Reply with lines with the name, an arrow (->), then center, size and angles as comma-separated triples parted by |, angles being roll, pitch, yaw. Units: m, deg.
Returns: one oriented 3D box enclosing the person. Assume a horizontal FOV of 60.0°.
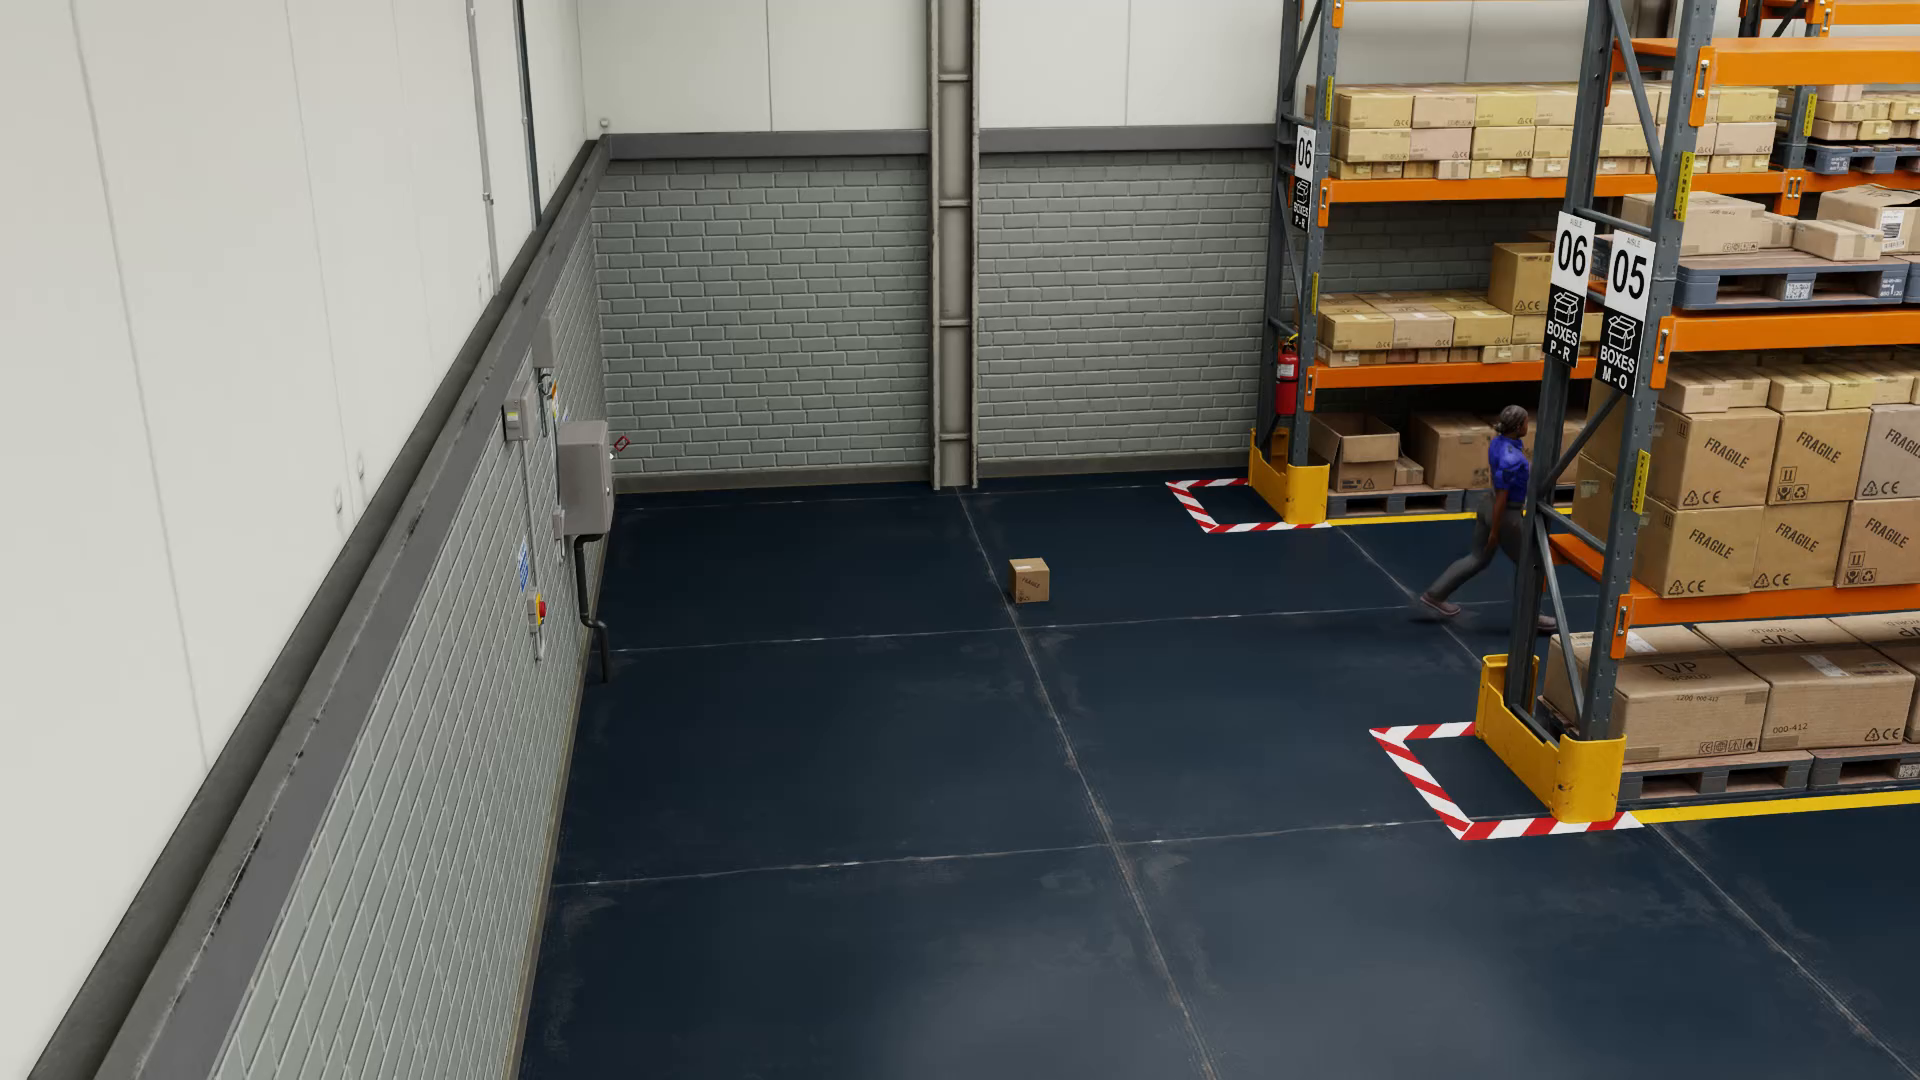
person -> 3.764, -0.165, 11.527 | 0.972, 1.608, 0.496 | 1, 20, 2
